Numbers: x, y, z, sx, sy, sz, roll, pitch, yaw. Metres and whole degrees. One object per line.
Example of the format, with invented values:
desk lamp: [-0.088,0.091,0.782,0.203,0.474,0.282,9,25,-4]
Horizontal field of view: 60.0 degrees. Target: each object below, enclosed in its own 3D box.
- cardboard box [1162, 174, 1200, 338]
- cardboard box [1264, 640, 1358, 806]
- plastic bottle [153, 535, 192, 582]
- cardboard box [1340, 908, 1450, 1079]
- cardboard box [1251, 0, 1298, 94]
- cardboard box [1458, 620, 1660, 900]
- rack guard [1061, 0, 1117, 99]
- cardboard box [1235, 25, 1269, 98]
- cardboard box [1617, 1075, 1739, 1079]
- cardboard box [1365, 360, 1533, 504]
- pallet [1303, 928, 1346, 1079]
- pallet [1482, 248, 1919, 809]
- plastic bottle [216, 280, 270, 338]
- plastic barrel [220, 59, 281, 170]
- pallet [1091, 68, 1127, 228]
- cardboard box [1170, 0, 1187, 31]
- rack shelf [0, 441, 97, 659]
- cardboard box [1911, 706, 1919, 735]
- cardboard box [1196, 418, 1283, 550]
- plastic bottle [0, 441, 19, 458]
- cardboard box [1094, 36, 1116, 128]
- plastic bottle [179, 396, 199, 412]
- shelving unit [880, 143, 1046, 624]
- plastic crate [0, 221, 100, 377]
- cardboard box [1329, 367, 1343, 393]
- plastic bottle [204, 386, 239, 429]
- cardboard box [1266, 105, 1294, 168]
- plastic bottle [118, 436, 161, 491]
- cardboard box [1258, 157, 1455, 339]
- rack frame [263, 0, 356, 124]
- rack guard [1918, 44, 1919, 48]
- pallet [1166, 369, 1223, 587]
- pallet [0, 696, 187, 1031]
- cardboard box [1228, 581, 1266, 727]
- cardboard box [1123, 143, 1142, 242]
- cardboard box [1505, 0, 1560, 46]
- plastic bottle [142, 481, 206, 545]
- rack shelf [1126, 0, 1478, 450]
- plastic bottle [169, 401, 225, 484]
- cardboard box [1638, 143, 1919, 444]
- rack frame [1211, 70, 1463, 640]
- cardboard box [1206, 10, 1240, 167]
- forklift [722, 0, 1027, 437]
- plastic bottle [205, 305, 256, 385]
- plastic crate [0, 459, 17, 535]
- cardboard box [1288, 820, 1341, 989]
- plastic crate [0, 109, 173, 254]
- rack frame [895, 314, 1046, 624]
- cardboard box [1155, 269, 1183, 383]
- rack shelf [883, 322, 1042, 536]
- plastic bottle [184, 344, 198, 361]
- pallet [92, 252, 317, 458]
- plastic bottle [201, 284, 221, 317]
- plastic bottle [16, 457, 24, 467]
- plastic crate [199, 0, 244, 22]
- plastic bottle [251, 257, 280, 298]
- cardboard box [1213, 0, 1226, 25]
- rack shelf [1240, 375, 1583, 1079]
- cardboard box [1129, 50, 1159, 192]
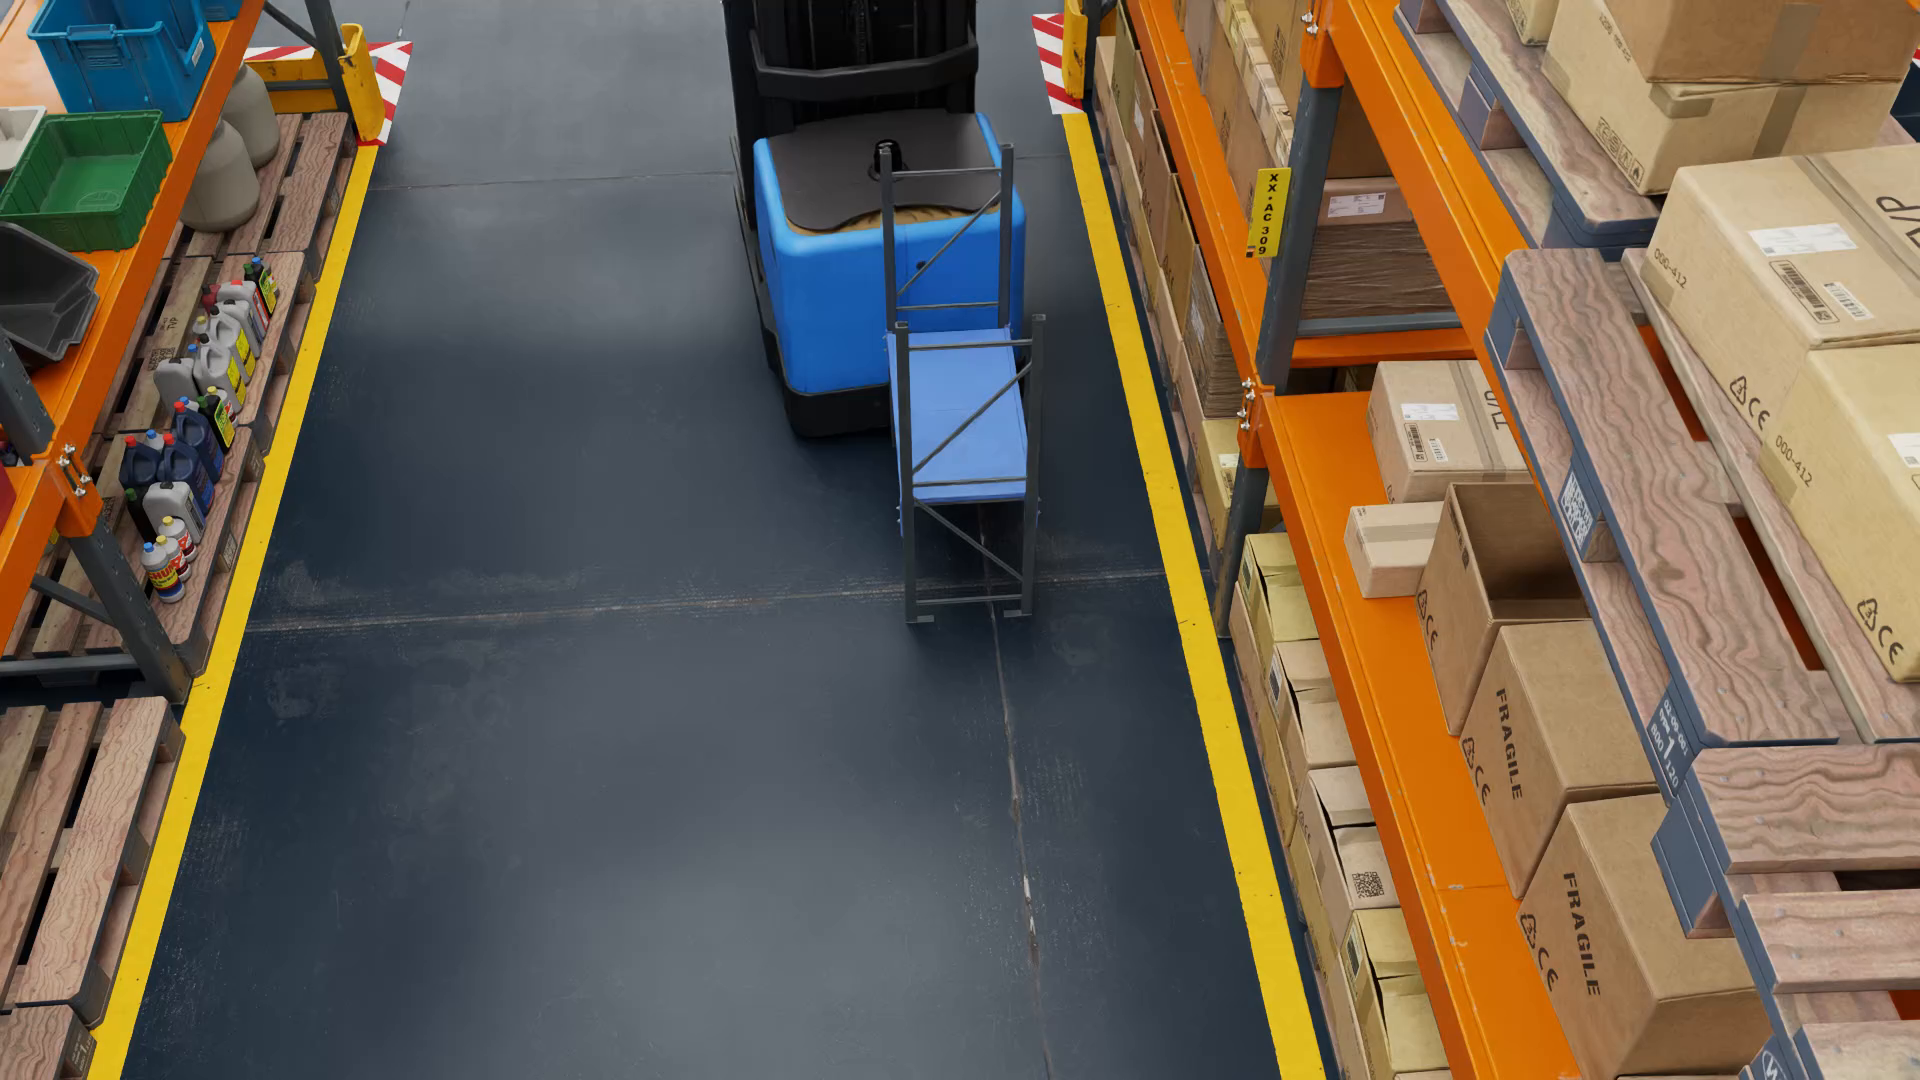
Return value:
cardboard box: [1.169,-1.218,7.062,0.500,0.500,0.500,-3,47,-3]
cardboard box: [1.324,0.570,5.499,0.500,0.311,0.500,-4,47,-4]
plastic bottle: [-3.033,0.064,6.384,0.097,0.201,0.097,0,47,0]
cardboard box: [1.418,1.320,4.789,0.500,0.311,0.500,-2,47,-2]
cardboard box: [1.414,-1.881,5.640,0.700,0.500,0.500,-4,47,-3]
cardboard box: [1.635,0.551,4.230,0.500,0.500,0.500,-3,47,-3]
rack guard: [1.164,-2.767,9.162,1.175,0.500,0.348,-3,47,-3]
cardboard box: [1.199,-1.714,5.928,0.380,0.149,0.250,-4,47,-3]
cardboard box: [1.673,1.346,3.718,0.380,0.149,0.250,0,47,0]
cardboard box: [1.586,-0.310,5.217,0.500,0.250,0.500,-1,47,-1]
pallet: [1.707,1.659,5.169,1.003,0.211,1.213,-3,47,-3]
pallet: [1.594,-0.082,2.962,1.003,0.211,1.213,-2,47,-1]
plastic bottle: [-3.185,-1.039,7.378,0.152,0.276,0.135,-3,47,-3]
plastic barrel: [-3.639,-2.128,8.260,0.421,0.512,0.421,0,47,0]
pallet: [1.272,-2.099,8.729,1.003,0.211,1.213,-3,47,-3]
cardboard box: [1.277,-2.565,7.181,0.700,0.500,0.500,-3,47,-3]
rack shelf: [-3.268,1.278,4.106,1.077,0.370,4.000,-3,47,-3]
cardboard box: [1.680,0.352,2.235,0.500,0.250,0.500,-2,47,-2]
cardboard box: [1.245,-0.236,6.649,0.500,0.250,0.500,-3,47,-3]
plastic bottle: [-3.847,-0.336,6.707,0.061,0.283,0.133,-1,47,-1]
cardboard box: [0.990,-2.406,8.704,0.500,0.250,0.500,-3,47,-3]
plastic bottle: [-3.154,-0.479,6.851,0.097,0.271,0.097,0,47,0]
shelving unit: [-0.007,-0.577,6.400,0.538,1.500,1.048,-3,47,-3]
plastic crate: [-3.352,-0.782,5.604,0.767,0.338,0.504,-3,47,-3]
cardboard box: [1.725,-0.887,6.749,0.500,0.500,0.500,-3,47,-3]
plastic bottle: [-3.105,-0.557,6.973,0.097,0.201,0.097,0,47,0]
cardboard box: [1.246,-1.335,5.569,0.380,0.149,0.250,-4,47,-4]
plastic bottle: [-3.233,-0.257,6.586,0.144,0.351,0.185,-3,47,-3]
cardboard box: [1.458,-1.070,5.765,0.700,0.500,0.500,-5,47,-4]
rack frame: [-3.770,-3.310,7.956,1.000,3.000,0.127,-3,47,-3]
rack guard: [6.109,-2.998,9.382,1.175,0.500,0.348,-3,47,-3]
pallet: [1.476,-0.334,7.057,1.003,0.211,1.213,-3,47,-3]
pallet: [-3.331,1.108,5.691,1.003,0.211,1.213,-3,47,-3]
cardboard box: [1.288,0.393,6.053,0.500,0.250,0.500,-5,47,-4]
cardboard box: [1.077,-1.683,8.019,0.500,0.250,0.500,-3,47,-3]
cardboard box: [1.543,-1.393,3.888,0.500,0.250,0.500,1,47,1]
plastic bottle: [-3.079,-0.121,6.508,0.152,0.276,0.135,-2,47,-2]
rack shelf: [1.334,-1.914,7.129,1.077,0.370,4.000,-3,47,-3]
plastic bottle: [-3.105,-0.403,6.723,0.144,0.351,0.185,-5,47,-5]
cardboard box: [1.600,-0.452,2.997,0.500,0.250,0.500,-7,47,-7]
rack frame: [1.501,-0.715,5.498,1.000,3.000,0.127,-3,47,-3]
cardboard box: [1.369,-1.814,6.470,0.700,0.500,0.500,-3,47,-3]
forklift: [-0.525,-2.545,7.278,1.130,2.935,3.031,-9,47,-8]
plastic bottle: [-3.156,-0.845,7.142,0.144,0.351,0.185,-2,47,-2]
plastic crate: [-3.090,-0.107,4.878,0.402,0.464,0.583,-3,47,-3]
cardboard box: [1.376,1.138,5.348,0.500,0.250,0.500,-5,47,-5]
plastic crate: [-3.267,-1.343,6.238,0.450,0.188,0.662,-3,47,-3]
rack frame: [0.035,-0.210,6.052,0.500,1.500,0.032,-3,47,-3]
cardboard box: [1.156,-0.959,7.333,0.500,0.250,0.500,-3,47,-3]
rack shelf: [-0.007,-0.454,6.531,0.538,0.185,1.000,-3,47,-3]
plastic bottle: [-3.273,-0.754,7.159,0.097,0.201,0.097,0,47,0]
pallet: [-3.555,-0.831,7.528,1.003,0.211,1.213,-3,47,-3]
plastic bottle: [-3.291,-1.035,7.368,0.061,0.283,0.133,-3,47,-3]
plastic bottle: [-3.647,-0.246,6.626,0.152,0.276,0.135,-3,47,-3]
plastic crate: [-3.381,-2.445,7.239,0.499,0.251,0.408,-3,47,-3]
plastic bottle: [-3.179,-1.197,7.579,0.097,0.201,0.097,0,47,0]
cardboard box: [1.160,-2.075,6.270,0.380,0.149,0.250,-2,47,-2]
rack shelf: [1.669,0.980,4.388,1.077,0.370,4.000,-3,47,-3]
cardboard box: [1.088,-1.941,7.747,0.500,0.500,0.500,-3,47,-3]
